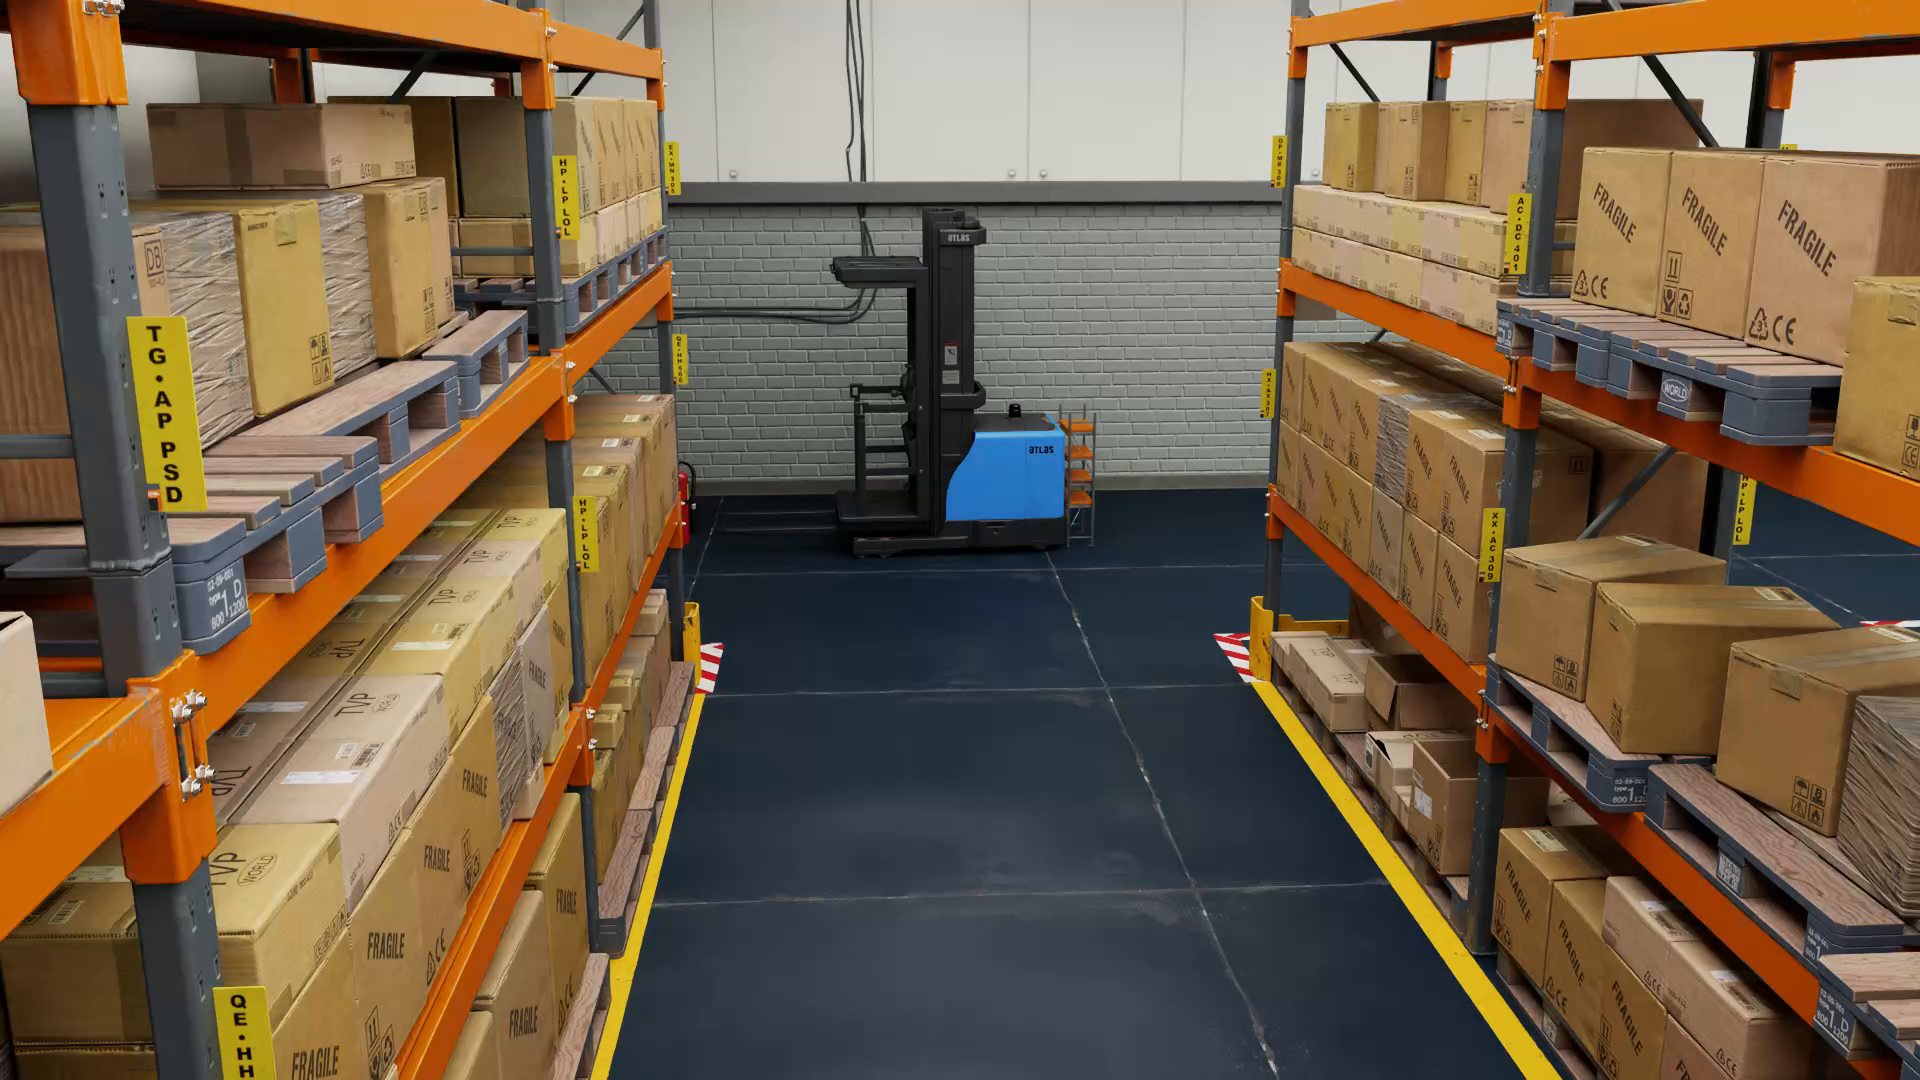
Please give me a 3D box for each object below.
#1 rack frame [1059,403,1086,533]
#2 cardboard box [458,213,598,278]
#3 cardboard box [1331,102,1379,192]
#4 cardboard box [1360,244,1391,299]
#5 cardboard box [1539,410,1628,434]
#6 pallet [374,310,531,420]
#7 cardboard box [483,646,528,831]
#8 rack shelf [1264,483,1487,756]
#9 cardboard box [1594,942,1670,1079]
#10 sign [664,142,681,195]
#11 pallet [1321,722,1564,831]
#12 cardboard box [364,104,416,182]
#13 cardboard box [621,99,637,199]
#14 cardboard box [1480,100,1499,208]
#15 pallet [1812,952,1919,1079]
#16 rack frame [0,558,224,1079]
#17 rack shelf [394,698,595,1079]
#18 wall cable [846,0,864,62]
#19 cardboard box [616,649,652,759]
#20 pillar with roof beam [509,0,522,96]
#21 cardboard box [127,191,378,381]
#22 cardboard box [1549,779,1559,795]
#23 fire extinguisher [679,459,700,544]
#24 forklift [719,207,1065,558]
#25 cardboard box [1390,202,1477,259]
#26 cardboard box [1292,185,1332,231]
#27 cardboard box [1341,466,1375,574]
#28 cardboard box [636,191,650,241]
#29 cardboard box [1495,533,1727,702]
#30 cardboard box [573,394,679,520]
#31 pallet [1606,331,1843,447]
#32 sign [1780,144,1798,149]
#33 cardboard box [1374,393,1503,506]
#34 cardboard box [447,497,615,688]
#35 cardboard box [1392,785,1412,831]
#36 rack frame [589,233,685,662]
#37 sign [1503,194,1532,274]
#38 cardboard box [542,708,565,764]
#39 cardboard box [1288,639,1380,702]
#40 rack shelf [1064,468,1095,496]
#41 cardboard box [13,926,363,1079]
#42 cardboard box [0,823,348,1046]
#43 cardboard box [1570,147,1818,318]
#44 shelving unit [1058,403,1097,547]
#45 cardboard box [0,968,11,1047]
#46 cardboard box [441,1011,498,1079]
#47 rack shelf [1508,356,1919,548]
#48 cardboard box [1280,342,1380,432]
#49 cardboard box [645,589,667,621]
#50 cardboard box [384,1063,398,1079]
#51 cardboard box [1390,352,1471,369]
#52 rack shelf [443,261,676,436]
[{"bbox_3d":[1.015,-0.646,15.129,0.240,1.200,0.015,-2,15,-6],"label":"rack frame"},{"bbox_3d":[-1.883,-1.298,7.289,0.500,0.250,0.500,-1,14,-4],"label":"cardboard box"},{"bbox_3d":[2.587,-2.294,9.697,0.700,0.500,0.500,-1,14,-3],"label":"cardboard box"},{"bbox_3d":[2.459,-1.437,8.875,0.500,0.250,0.500,-1,14,-3],"label":"cardboard box"},{"bbox_3d":[3.059,-0.350,8.159,0.500,0.500,0.500,-1,14,-5],"label":"cardboard box"},{"bbox_3d":[-1.998,-0.623,5.791,0.805,0.209,1.217,-1,15,-6],"label":"pallet"},{"bbox_3d":[-1.759,0.670,5.563,0.500,0.500,0.500,-1,14,-3],"label":"cardboard box"},{"bbox_3d":[2.716,0.284,9.348,1.077,0.370,4.000,-1,14,-3],"label":"rack shelf"},{"bbox_3d":[2.695,1.811,6.102,0.500,0.500,0.500,-1,14,-3],"label":"cardboard box"},{"bbox_3d":[-1.809,-2.333,10.436,0.100,0.325,0.005,-1,14,-3],"label":"sign"},{"bbox_3d":[2.720,1.308,9.519,1.003,0.211,1.213,-1,14,-3],"label":"pallet"},{"bbox_3d":[-2.180,-1.347,5.632,0.500,0.250,0.500,0,14,1],"label":"cardboard box"},{"bbox_3d":[-1.973,-2.048,8.698,0.500,0.500,0.500,-2,15,-6],"label":"cardboard box"},{"bbox_3d":[2.883,-1.800,7.774,0.700,0.500,0.500,-1,14,-3],"label":"cardboard box"},{"bbox_3d":[2.976,1.353,4.134,1.213,0.211,1.003,-1,14,-3],"label":"pallet"},{"bbox_3d":[-1.856,1.505,3.158,1.000,3.000,0.127,-1,14,-3],"label":"rack frame"},{"bbox_3d":[-1.980,1.356,5.181,1.077,0.370,4.000,-1,14,-3],"label":"rack shelf"},{"bbox_3d":[0.355,-5.786,15.552,3.097,2.526,0.112,-1,14,-3],"label":"wall cable"},{"bbox_3d":[-2.145,0.944,9.510,0.700,0.500,0.500,-1,14,-5],"label":"cardboard box"},{"bbox_3d":[0.915,-4.115,12.960,9.100,9.000,0.400,-1,14,-3],"label":"pillar with roof beam"},{"bbox_3d":[-2.093,-0.721,4.704,0.700,0.500,0.500,-1,14,-3],"label":"cardboard box"},{"bbox_3d":[2.967,1.269,8.878,0.380,0.166,0.250,-1,14,-3],"label":"cardboard box"},{"bbox_3d":[-1.900,-0.311,11.121,0.296,0.674,0.183,-1,14,-3],"label":"fire extinguisher"},{"bbox_3d":[-0.623,-1.404,14.601,3.031,2.935,1.130,-1,14,-6],"label":"forklift"},{"bbox_3d":[2.483,-1.555,8.329,0.500,0.250,0.500,-1,14,-3],"label":"cardboard box"},{"bbox_3d":[2.364,-2.053,10.262,0.500,0.250,0.500,-1,14,-3],"label":"cardboard box"},{"bbox_3d":[2.452,-0.119,9.268,0.500,0.500,0.500,-1,14,-3],"label":"cardboard box"},{"bbox_3d":[-2.008,-1.809,9.276,0.500,0.250,0.500,-1,14,-6],"label":"cardboard box"},{"bbox_3d":[2.646,0.302,6.789,0.700,0.500,0.500,-6,16,-22],"label":"cardboard box"},{"bbox_3d":[-2.310,-0.503,10.361,0.980,0.700,0.700,0,14,-1],"label":"cardboard box"},{"bbox_3d":[2.878,-0.508,5.338,1.213,0.211,1.003,-1,14,-3],"label":"pallet"},{"bbox_3d":[3.394,-1.471,6.875,0.100,0.325,0.005,-1,14,-3],"label":"sign"},{"bbox_3d":[2.485,-0.475,8.644,0.500,0.500,0.500,-1,14,-3],"label":"cardboard box"},{"bbox_3d":[-2.121,0.230,7.513,0.980,0.700,0.700,-1,14,-3],"label":"cardboard box"},{"bbox_3d":[2.439,1.370,8.518,0.380,0.149,0.250,-1,14,-3],"label":"cardboard box"},{"bbox_3d":[-2.351,-0.485,10.891,1.000,3.000,0.127,-1,14,-3],"label":"rack frame"},{"bbox_3d":[2.299,-1.260,6.847,0.100,0.325,0.005,-1,14,-3],"label":"sign"},{"bbox_3d":[-1.761,0.764,6.501,0.380,0.149,0.250,-1,14,-2],"label":"cardboard box"},{"bbox_3d":[2.374,0.820,10.454,0.500,0.250,0.500,-1,14,-3],"label":"cardboard box"},{"bbox_3d":[1.042,-0.520,14.911,0.258,0.148,0.480,-2,15,-6],"label":"rack shelf"},{"bbox_3d":[-1.631,1.178,3.591,0.500,0.500,0.500,0,14,-2],"label":"cardboard box"},{"bbox_3d":[-1.628,0.815,3.495,0.500,0.250,0.500,-1,14,-2],"label":"cardboard box"},{"bbox_3d":[2.798,-1.194,6.383,0.600,0.600,0.600,-2,15,-9],"label":"cardboard box"},{"bbox_3d":[1.042,-0.585,14.894,0.258,1.200,0.503,-2,15,-6],"label":"shelving unit"},{"bbox_3d":[-2.143,0.831,3.436,0.500,0.250,0.500,0,14,-2],"label":"cardboard box"},{"bbox_3d":[-1.818,1.940,4.940,0.750,0.750,0.750,-1,14,-4],"label":"cardboard box"},{"bbox_3d":[2.964,-0.174,5.108,1.077,0.370,4.000,-1,14,-3],"label":"rack shelf"},{"bbox_3d":[2.357,-0.980,10.610,0.500,0.500,0.500,0,14,-2],"label":"cardboard box"},{"bbox_3d":[-2.018,0.410,10.286,0.380,0.149,0.250,-1,14,-4],"label":"cardboard box"},{"bbox_3d":[-1.584,1.401,4.025,0.380,0.149,0.250,0,14,-2],"label":"cardboard box"},{"bbox_3d":[2.927,-0.863,10.153,0.500,0.500,0.500,0,14,-2],"label":"cardboard box"},{"bbox_3d":[-2.228,-1.092,8.674,1.077,0.370,4.000,-1,14,-3],"label":"rack shelf"}]
